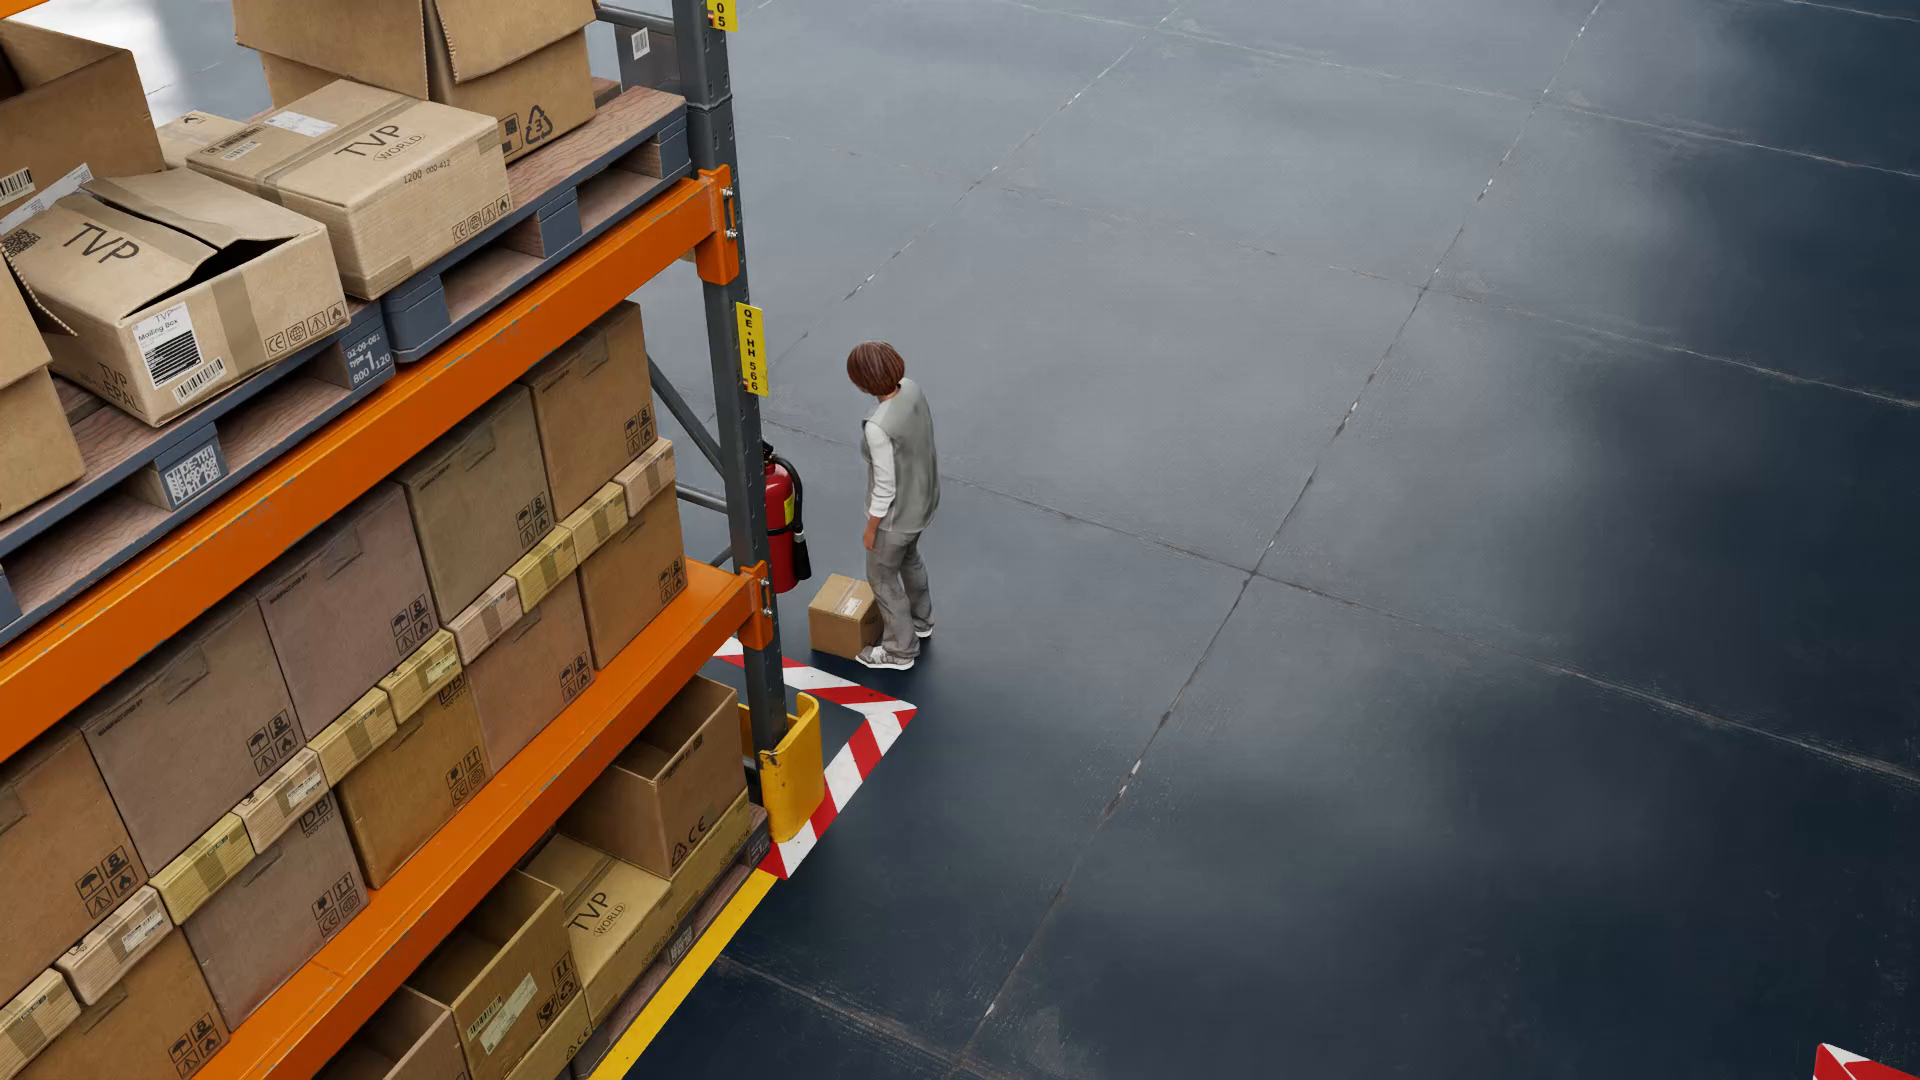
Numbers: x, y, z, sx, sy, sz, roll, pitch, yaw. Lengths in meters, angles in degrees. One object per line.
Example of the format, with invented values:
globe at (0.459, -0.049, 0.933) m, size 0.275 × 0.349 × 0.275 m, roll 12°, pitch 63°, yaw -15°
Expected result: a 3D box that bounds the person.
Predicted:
person at (-0.266, -0.133, 6.925) m, size 0.343 × 1.591 × 0.464 m, roll 14°, pitch 40°, yaw 16°
